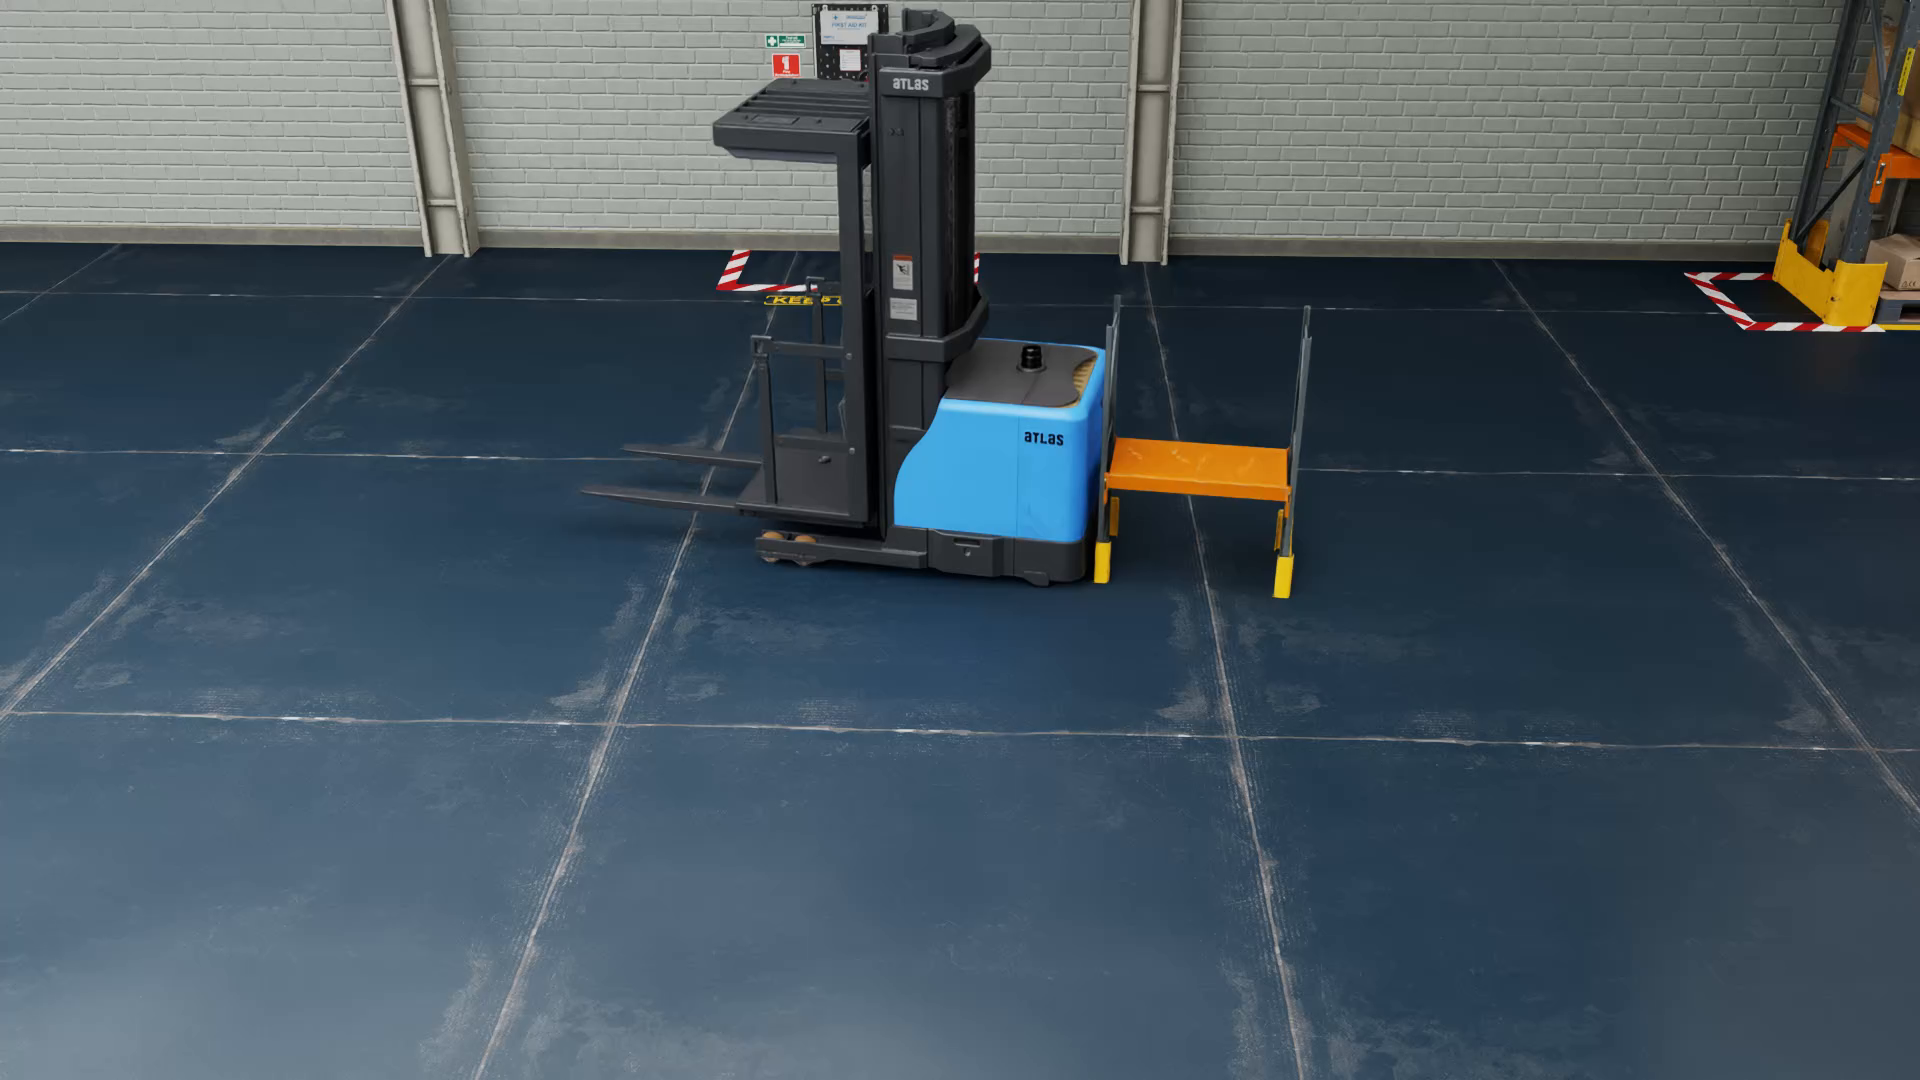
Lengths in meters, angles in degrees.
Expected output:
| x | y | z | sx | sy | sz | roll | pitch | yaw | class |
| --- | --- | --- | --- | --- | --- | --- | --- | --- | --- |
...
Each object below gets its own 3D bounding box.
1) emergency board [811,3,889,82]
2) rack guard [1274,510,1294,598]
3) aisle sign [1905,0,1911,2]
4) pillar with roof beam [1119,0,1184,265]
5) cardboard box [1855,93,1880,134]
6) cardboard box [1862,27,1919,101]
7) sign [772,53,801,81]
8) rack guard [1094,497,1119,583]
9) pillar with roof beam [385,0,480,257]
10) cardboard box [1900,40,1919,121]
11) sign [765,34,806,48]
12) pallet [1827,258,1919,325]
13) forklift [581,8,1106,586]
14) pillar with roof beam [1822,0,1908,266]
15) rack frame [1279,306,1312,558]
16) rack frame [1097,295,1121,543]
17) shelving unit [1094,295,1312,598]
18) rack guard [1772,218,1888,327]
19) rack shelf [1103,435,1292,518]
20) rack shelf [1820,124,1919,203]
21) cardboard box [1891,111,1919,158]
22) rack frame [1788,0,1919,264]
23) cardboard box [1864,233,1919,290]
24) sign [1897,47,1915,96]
| x | y | z | sx | sy | sz | roll | pitch | yaw | class |
| --- | --- | --- | --- | --- | --- | --- | --- | --- | --- |
| -0.892 | -3.803 | 13.722 | 0.643 | 1.169 | 0.194 | 1 | 28 | 2 | emergency board |
| 1.820 | 0.074 | 9.344 | 0.087 | 0.250 | 0.587 | 5 | 28 | 9 | rack guard |
| 6.760 | -4.261 | 11.810 | 0.004 | 0.787 | 0.394 | 1 | 28 | 2 | aisle sign |
| 1.424 | -4.380 | 8.404 | 0.400 | 9.000 | 9.100 | 1 | 28 | 2 | pillar with roof beam |
| 7.316 | -3.277 | 12.869 | 0.500 | 0.250 | 0.500 | 1 | 28 | 3 | cardboard box |
| 7.321 | -3.617 | 12.710 | 0.500 | 0.500 | 0.500 | 1 | 28 | 1 | cardboard box |
| -1.441 | -3.876 | 13.821 | 0.234 | 0.329 | 0.001 | 1 | 28 | 2 | sign |
| 0.839 | -0.006 | 9.494 | 0.087 | 0.250 | 0.587 | 5 | 28 | 9 | rack guard |
| -4.572 | -4.479 | 8.592 | 0.400 | 9.000 | 9.100 | 1 | 28 | 2 | pillar with roof beam |
| 7.309 | -3.377 | 12.256 | 0.500 | 0.500 | 0.500 | 1 | 28 | 2 | cardboard box |
| -1.437 | -4.106 | 13.689 | 0.331 | 0.109 | 0.001 | 1 | 28 | 2 | sign |
| 7.729 | -1.989 | 13.276 | 1.213 | 0.211 | 1.003 | 1 | 28 | 2 | pallet |
| -0.694 | -1.386 | 9.235 | 3.031 | 2.935 | 1.130 | 6 | 29 | 11 | forklift |
| 7.421 | -4.281 | 8.217 | 0.400 | 9.000 | 9.100 | 1 | 28 | 2 | pillar with roof beam |
| 1.821 | -0.479 | 9.051 | 0.032 | 1.500 | 0.500 | 5 | 28 | 9 | rack frame |
| 0.820 | -0.560 | 9.205 | 0.032 | 1.500 | 0.500 | 5 | 28 | 9 | rack frame |
| 1.329 | -0.518 | 9.127 | 1.083 | 1.500 | 0.587 | 5 | 28 | 9 | shelving unit |
| 6.918 | -2.146 | 13.265 | 0.348 | 0.500 | 1.175 | 1 | 28 | 2 | rack guard |
| 1.320 | -0.360 | 9.212 | 1.000 | 0.185 | 0.538 | 5 | 28 | 9 | rack shelf |
| 8.841 | -2.901 | 12.788 | 4.000 | 0.370 | 1.077 | 1 | 28 | 2 | rack shelf |
| 7.319 | -3.038 | 12.417 | 0.500 | 0.250 | 0.500 | 0 | 28 | 0 | cardboard box |
| 6.842 | -3.252 | 12.682 | 0.127 | 3.000 | 1.000 | 1 | 28 | 2 | rack frame |
| 7.531 | -2.205 | 13.107 | 0.500 | 0.311 | 0.500 | -2 | 28 | -4 | cardboard box |
| 6.823 | -3.380 | 12.000 | 0.005 | 0.325 | 0.100 | 1 | 28 | 2 | sign |
